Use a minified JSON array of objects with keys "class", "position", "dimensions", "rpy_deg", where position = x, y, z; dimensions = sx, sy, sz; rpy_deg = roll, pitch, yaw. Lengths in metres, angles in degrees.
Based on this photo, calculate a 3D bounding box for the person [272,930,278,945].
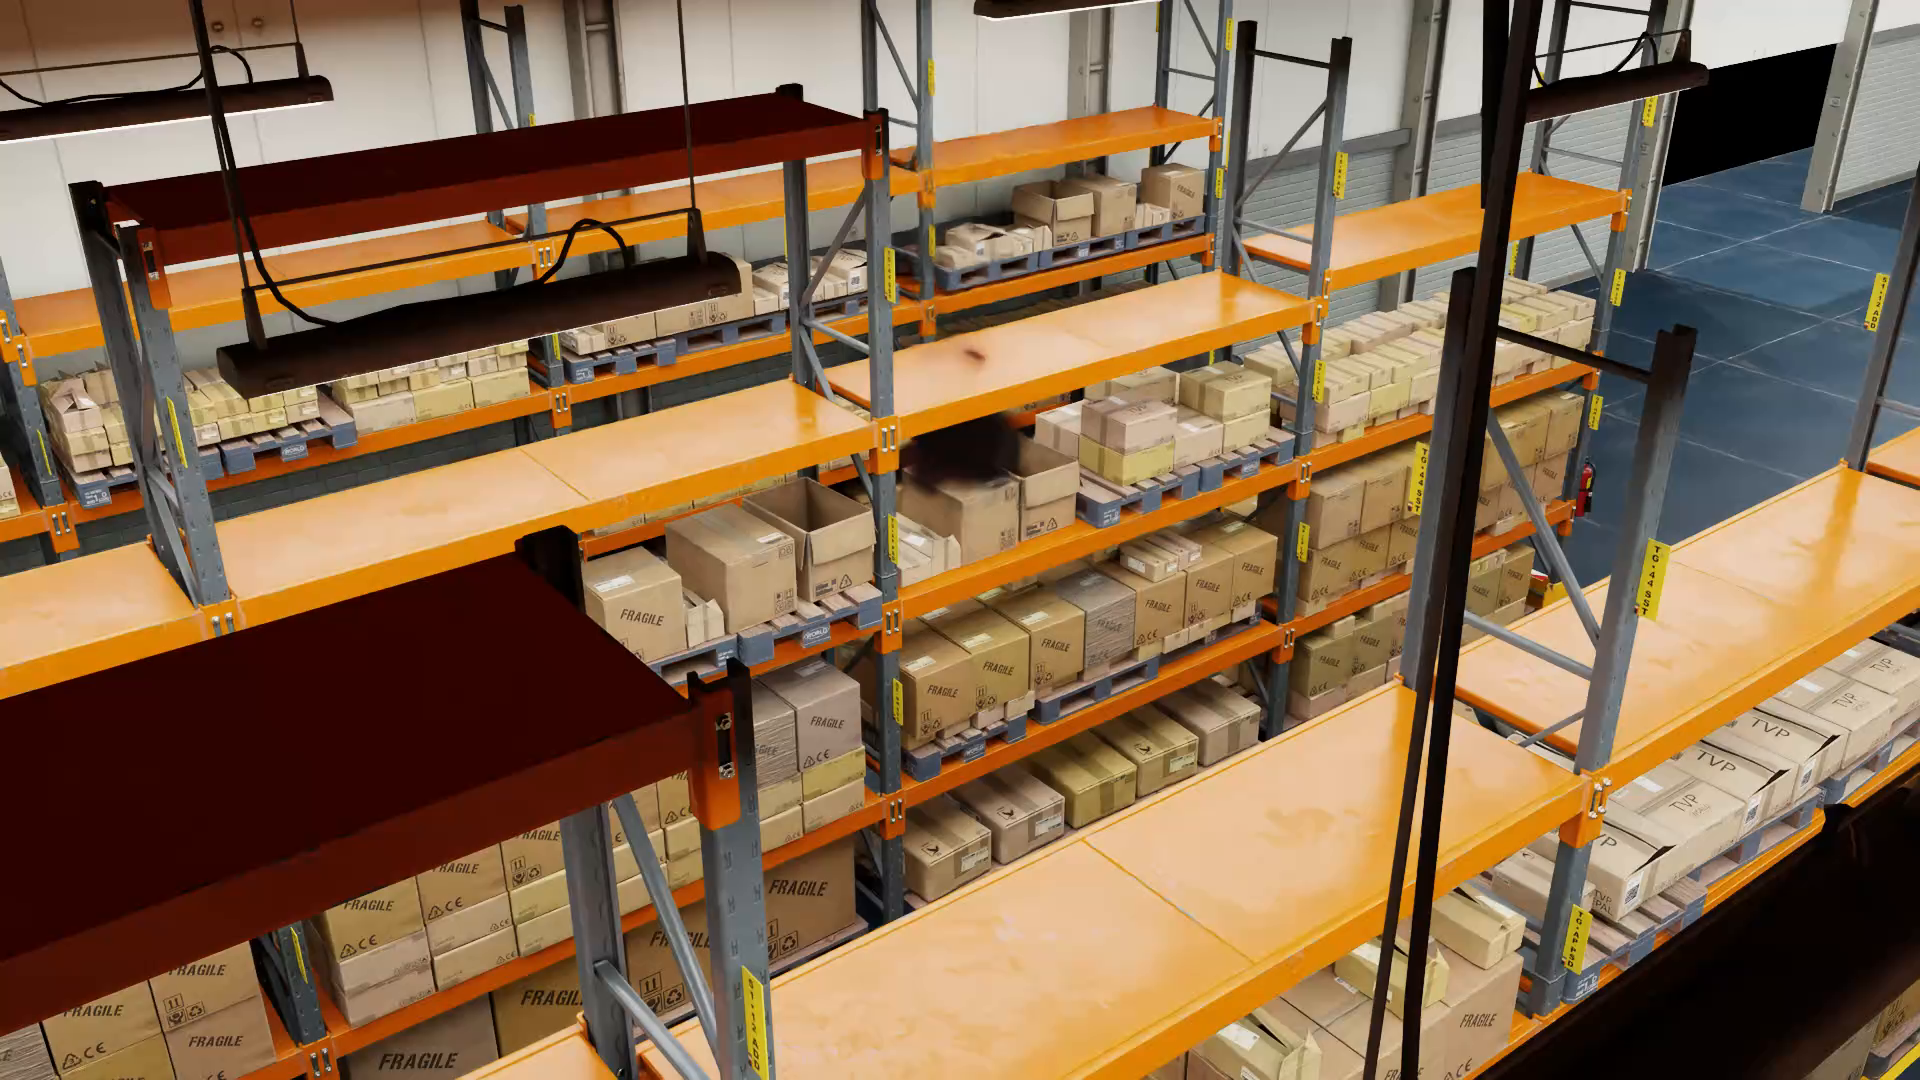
[{"class":"person","position":[-4.697,2.383,11.374],"dimensions":[0.599,1.627,0.575],"rpy_deg":[-20,32,-34]}]
